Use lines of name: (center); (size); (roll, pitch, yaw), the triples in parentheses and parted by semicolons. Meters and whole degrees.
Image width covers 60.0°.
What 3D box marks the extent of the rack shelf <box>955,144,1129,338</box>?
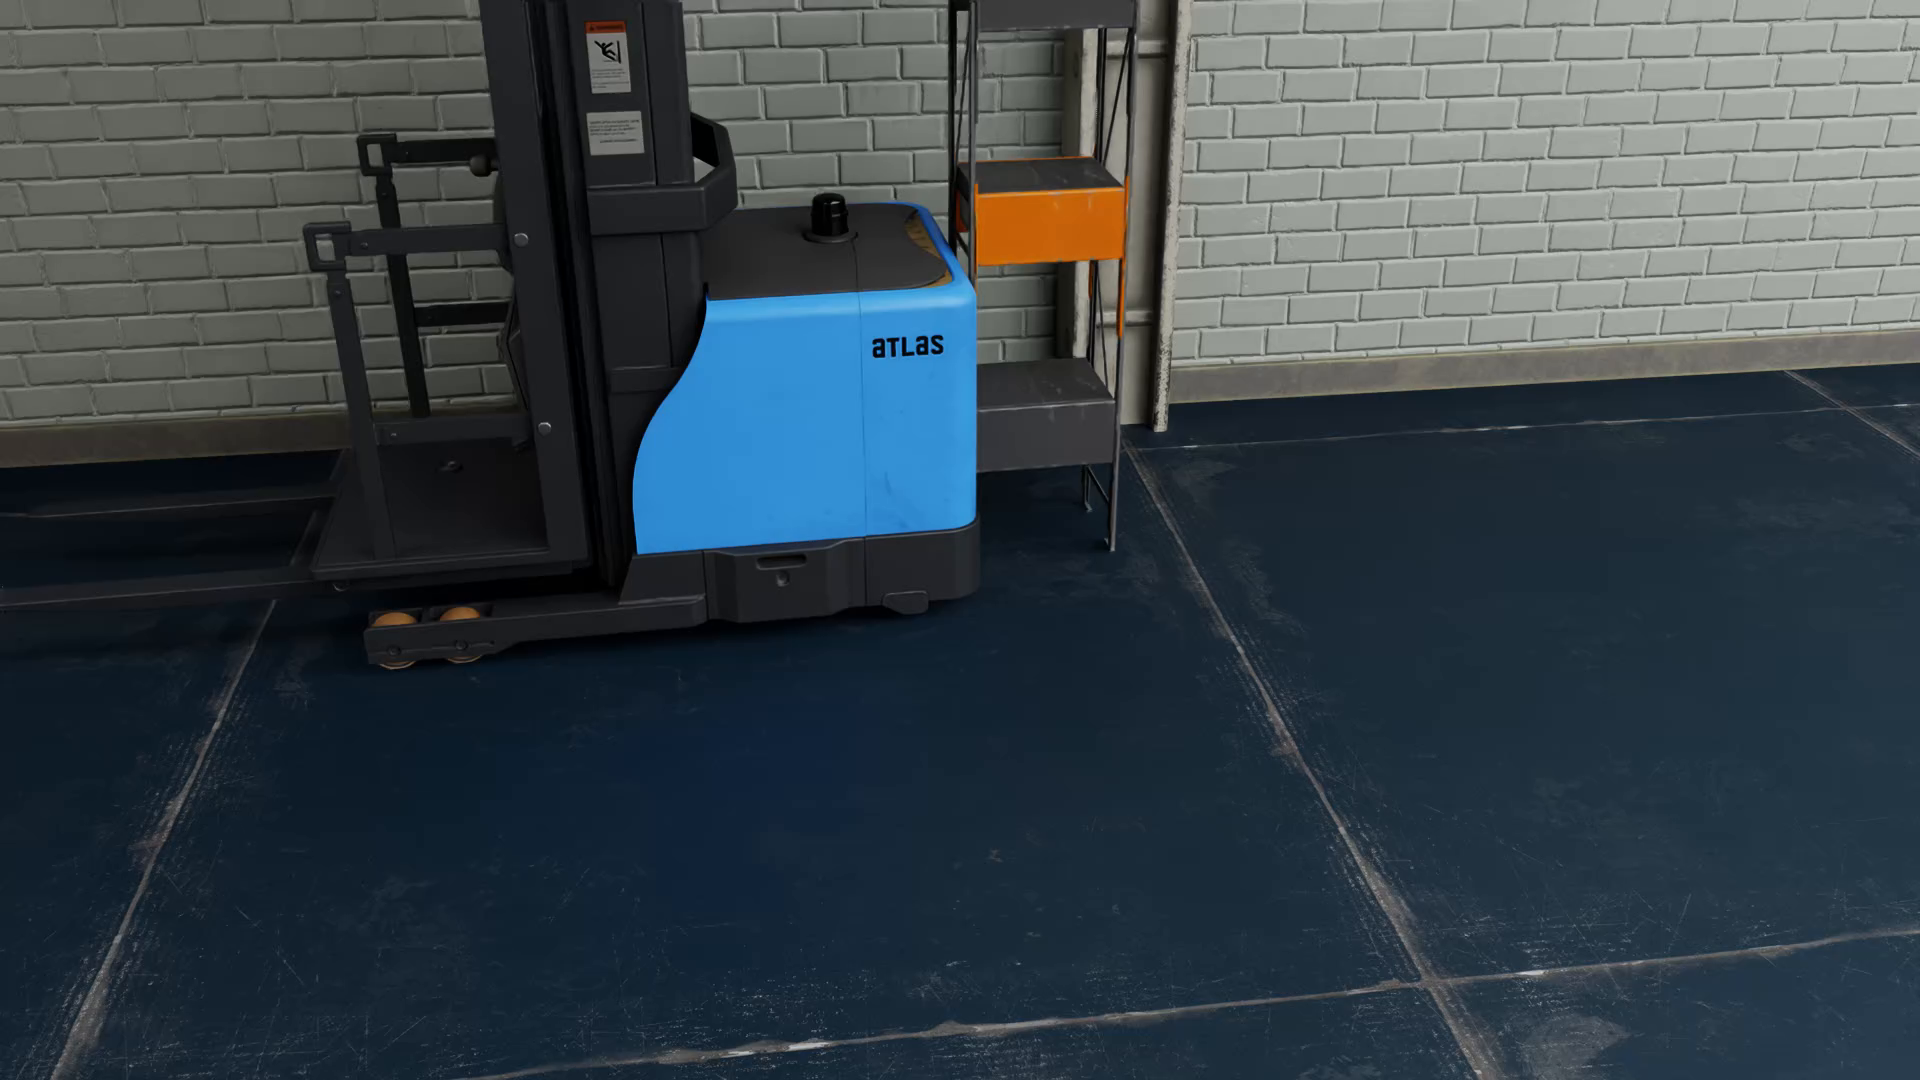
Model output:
rack shelf: (0.245, -0.950, 5.331); (0.480, 0.518, 0.431); (-5, 28, -9)

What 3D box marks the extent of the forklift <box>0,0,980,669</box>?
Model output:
forklift: (-1.503, -1.177, 4.834); (3.031, 2.935, 1.130); (-5, 28, -9)

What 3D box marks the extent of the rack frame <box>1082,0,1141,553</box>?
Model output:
rack frame: (0.485, -0.981, 5.362); (0.015, 2.100, 0.400); (-5, 28, -9)

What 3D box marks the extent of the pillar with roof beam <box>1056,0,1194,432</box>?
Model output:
pillar with roof beam: (1.204, -2.547, 0.856); (0.400, 9.000, 9.100); (-4, 27, -7)

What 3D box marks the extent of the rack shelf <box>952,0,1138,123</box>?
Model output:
rack shelf: (0.245, -1.572, 5.011); (0.480, 0.518, 0.431); (-5, 28, -9)

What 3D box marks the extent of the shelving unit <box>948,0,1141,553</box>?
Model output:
shelving unit: (0.245, -0.962, 5.324); (0.503, 2.100, 0.431); (-5, 28, -9)

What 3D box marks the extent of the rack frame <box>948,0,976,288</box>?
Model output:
rack frame: (0.004, -0.942, 5.286); (0.015, 2.100, 0.400); (-5, 28, -9)

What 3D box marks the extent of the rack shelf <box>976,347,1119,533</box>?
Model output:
rack shelf: (0.245, -0.327, 5.650); (0.480, 0.518, 0.431); (-5, 28, -9)
